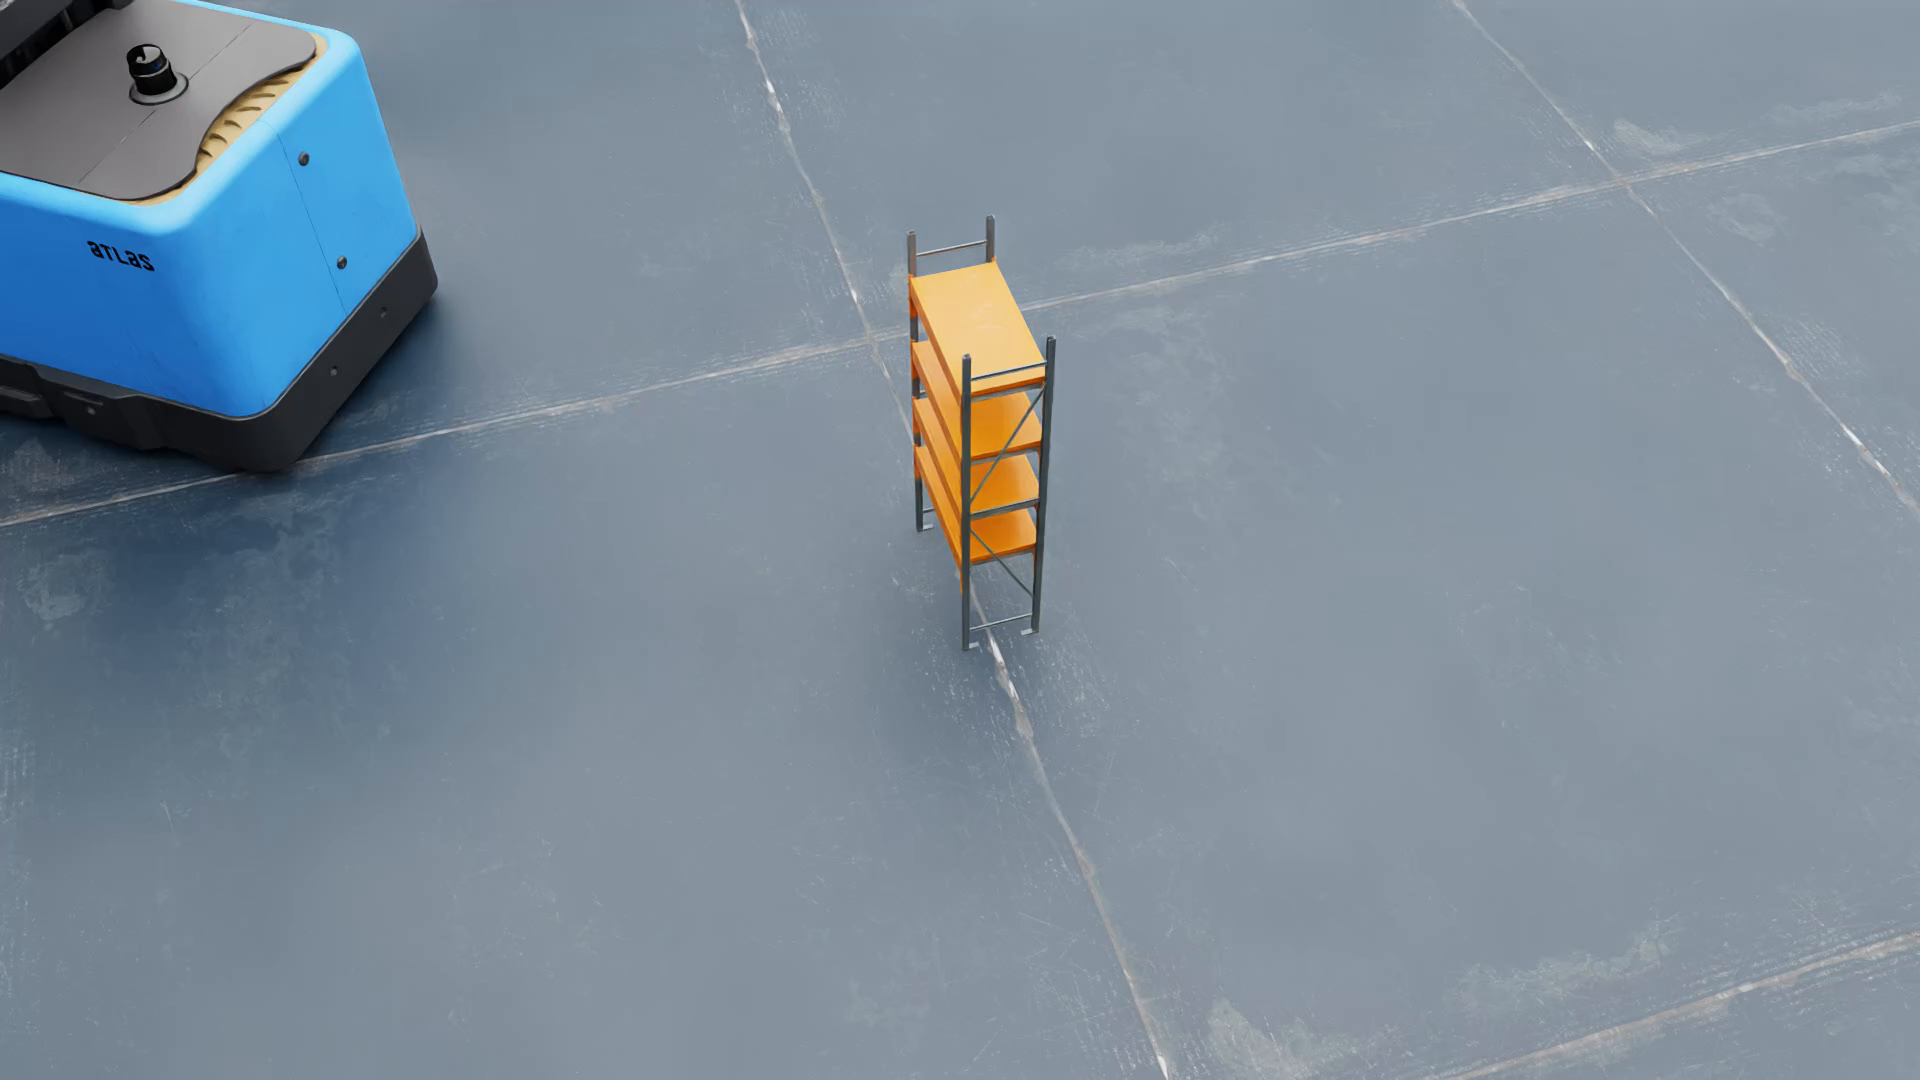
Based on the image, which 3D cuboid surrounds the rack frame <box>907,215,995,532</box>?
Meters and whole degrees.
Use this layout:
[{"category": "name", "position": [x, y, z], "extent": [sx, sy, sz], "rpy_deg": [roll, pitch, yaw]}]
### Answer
[{"category": "rack frame", "position": [-0.023, -0.444, 4.840], "extent": [0.240, 1.200, 0.015], "rpy_deg": [-13, 51, -11]}]

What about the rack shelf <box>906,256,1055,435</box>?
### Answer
[{"category": "rack shelf", "position": [0.049, -0.519, 4.389], "extent": [0.258, 0.148, 0.480], "rpy_deg": [-13, 51, -11]}]

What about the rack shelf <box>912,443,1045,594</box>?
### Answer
[{"category": "rack shelf", "position": [0.049, -0.094, 4.893], "extent": [0.258, 0.148, 0.480], "rpy_deg": [-13, 51, -11]}]

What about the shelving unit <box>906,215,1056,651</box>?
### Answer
[{"category": "shelving unit", "position": [0.049, -0.266, 4.689], "extent": [0.258, 1.200, 0.503], "rpy_deg": [-13, 51, -11]}]

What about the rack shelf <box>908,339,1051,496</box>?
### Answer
[{"category": "rack shelf", "position": [0.049, -0.367, 4.570], "extent": [0.258, 0.148, 0.480], "rpy_deg": [-13, 51, -11]}]

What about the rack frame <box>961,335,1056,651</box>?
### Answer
[{"category": "rack frame", "position": [0.121, -0.088, 4.539], "extent": [0.240, 1.200, 0.015], "rpy_deg": [-13, 51, -11]}]

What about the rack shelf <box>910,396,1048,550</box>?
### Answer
[{"category": "rack shelf", "position": [0.049, -0.222, 4.741], "extent": [0.258, 0.148, 0.480], "rpy_deg": [-13, 51, -11]}]

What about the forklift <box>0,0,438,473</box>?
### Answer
[{"category": "forklift", "position": [-3.432, -1.850, 4.892], "extent": [3.031, 2.935, 1.130], "rpy_deg": [15, 51, 12]}]
